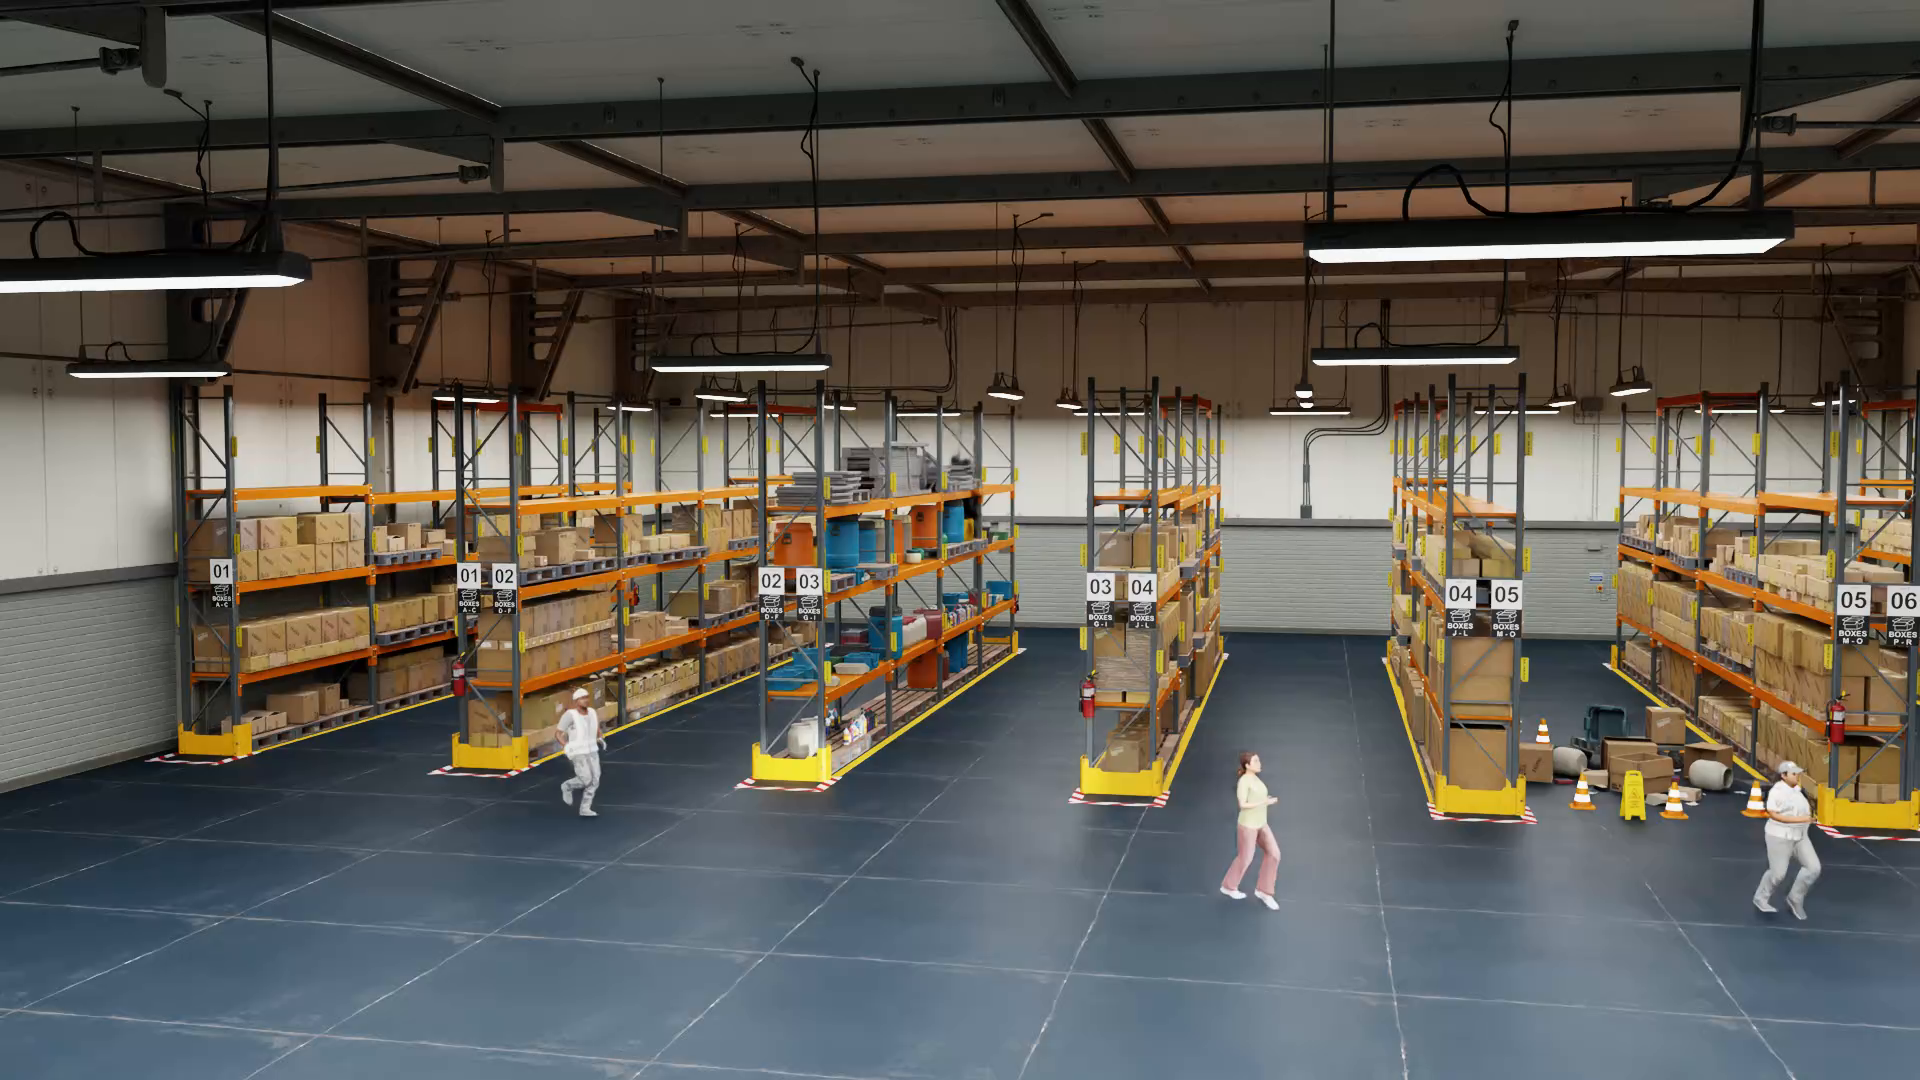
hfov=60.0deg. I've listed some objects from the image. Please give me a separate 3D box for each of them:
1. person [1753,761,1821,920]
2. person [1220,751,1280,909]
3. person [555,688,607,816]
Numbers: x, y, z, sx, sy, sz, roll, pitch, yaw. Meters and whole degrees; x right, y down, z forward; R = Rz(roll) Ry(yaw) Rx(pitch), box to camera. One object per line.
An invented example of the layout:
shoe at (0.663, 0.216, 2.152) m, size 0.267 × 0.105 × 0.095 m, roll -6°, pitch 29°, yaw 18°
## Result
person at (8.787, 3.190, 17.640) m, size 0.646 × 1.707 × 0.659 m, roll -2°, pitch 4°, yaw -30°
person at (3.167, 3.150, 18.127) m, size 0.689 × 1.723 × 0.560 m, roll 2°, pitch 4°, yaw 38°
person at (-5.132, 2.883, 22.577) m, size 0.592 × 1.737 × 0.684 m, roll 3°, pitch 4°, yaw 40°
